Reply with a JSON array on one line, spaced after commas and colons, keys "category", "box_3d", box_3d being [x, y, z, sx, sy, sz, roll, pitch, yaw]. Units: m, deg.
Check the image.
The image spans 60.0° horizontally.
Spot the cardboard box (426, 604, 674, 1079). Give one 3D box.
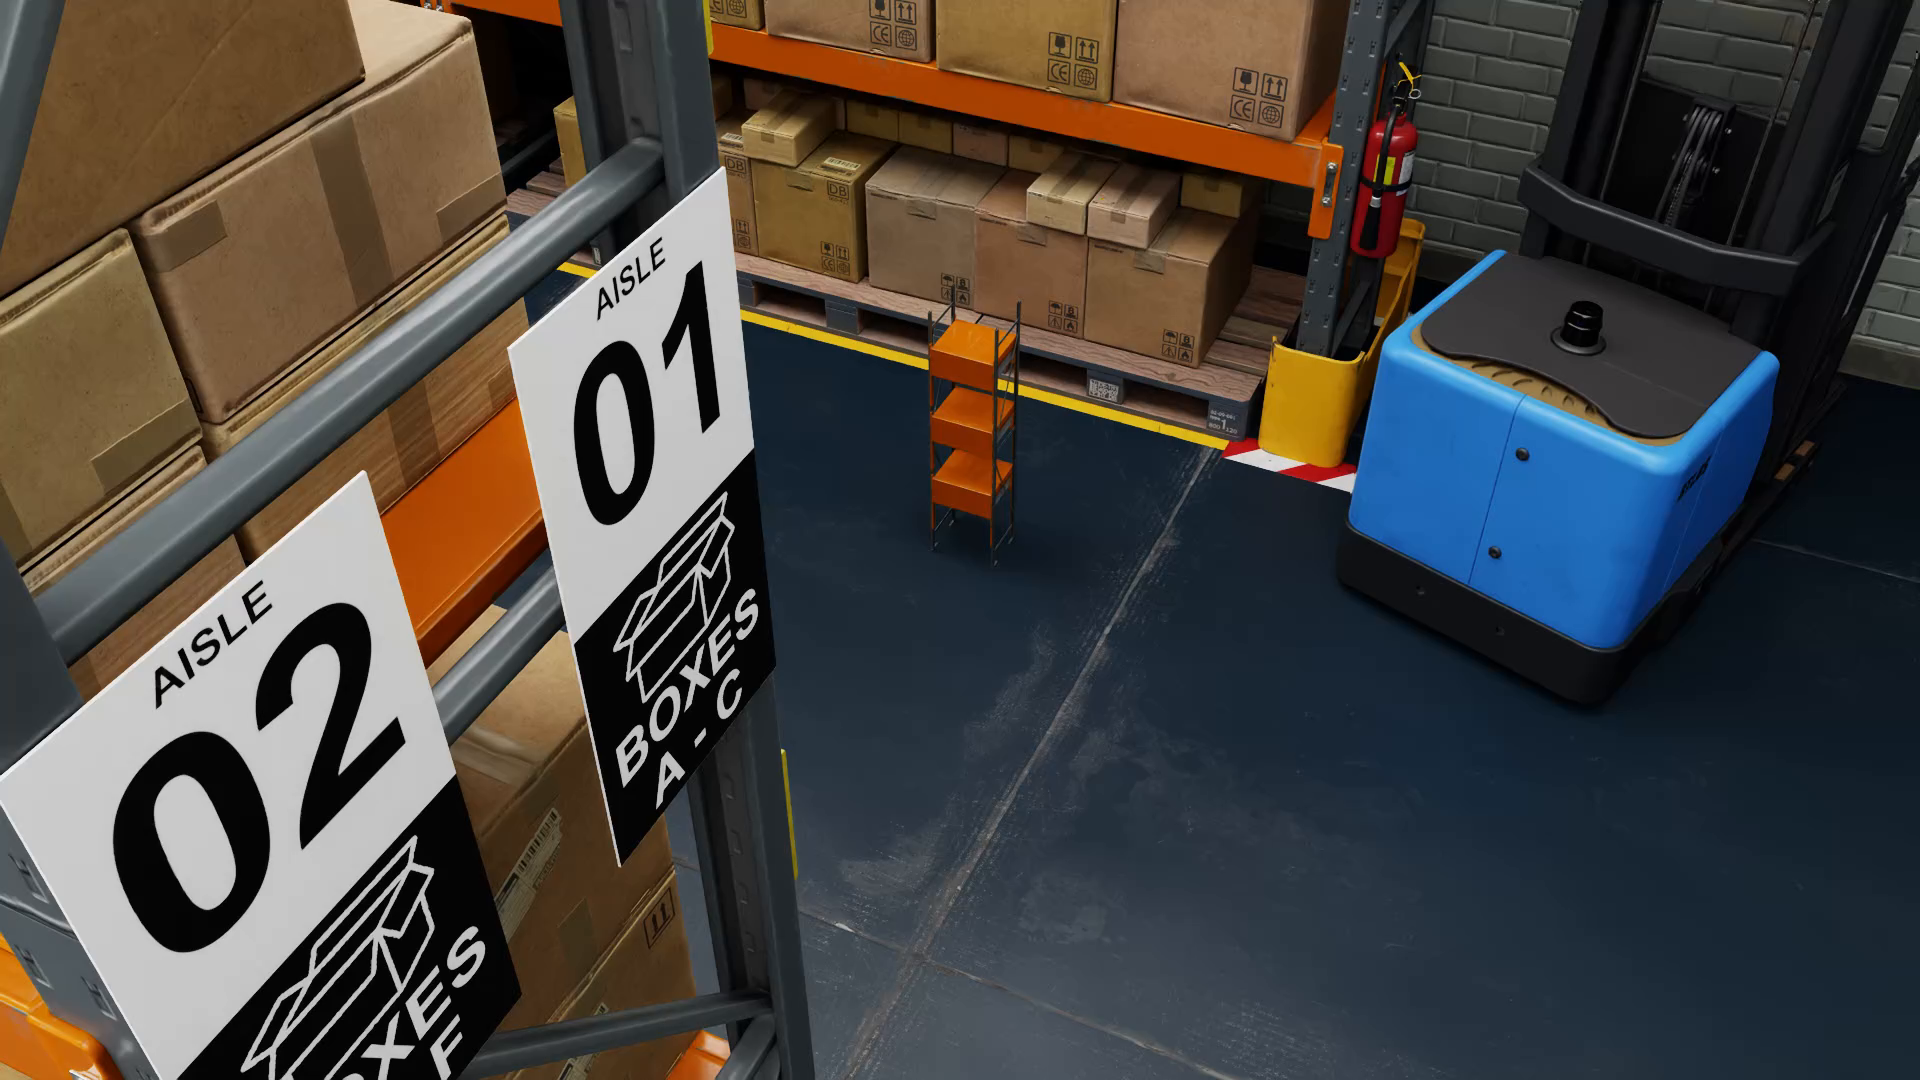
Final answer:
[{"category": "cardboard box", "box_3d": [-0.823, 0.441, 2.611, 0.500, 0.500, 0.500, 18, 44, 20]}]

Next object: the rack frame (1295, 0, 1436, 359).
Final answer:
[{"category": "rack frame", "box_3d": [1.559, -1.805, 6.042, 0.127, 3.000, 1.000, 17, 44, 19]}]

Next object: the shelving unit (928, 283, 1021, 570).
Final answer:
[{"category": "shelving unit", "box_3d": [0.048, -0.382, 5.889, 0.252, 1.050, 0.215, 17, 44, 19]}]

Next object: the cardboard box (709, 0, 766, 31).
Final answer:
[{"category": "cardboard box", "box_3d": [-0.922, -2.661, 6.801, 0.700, 0.700, 0.980, 16, 43, 18]}]

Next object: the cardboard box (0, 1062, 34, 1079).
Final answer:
[{"category": "cardboard box", "box_3d": [-1.052, 0.761, 2.243, 0.500, 0.500, 0.500, 17, 44, 18]}]

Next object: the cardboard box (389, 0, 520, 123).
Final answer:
[{"category": "cardboard box", "box_3d": [-2.710, -2.362, 8.006, 0.750, 0.750, 0.750, 17, 44, 19]}]

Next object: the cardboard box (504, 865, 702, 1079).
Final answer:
[{"category": "cardboard box", "box_3d": [-0.823, 0.819, 2.939, 0.500, 0.500, 0.500, 18, 44, 20]}]

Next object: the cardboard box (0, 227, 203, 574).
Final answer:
[{"category": "cardboard box", "box_3d": [-1.106, -0.120, 1.541, 0.500, 0.250, 0.500, 17, 44, 19]}]

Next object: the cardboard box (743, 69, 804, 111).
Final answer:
[{"category": "cardboard box", "box_3d": [-0.762, -2.045, 7.412, 0.250, 0.149, 0.380, 16, 43, 17]}]

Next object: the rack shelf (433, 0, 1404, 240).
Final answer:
[{"category": "rack shelf", "box_3d": [-0.254, -2.087, 6.917, 4.000, 0.370, 1.077, 17, 44, 19]}]

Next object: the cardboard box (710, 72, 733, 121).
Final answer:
[{"category": "cardboard box", "box_3d": [-1.199, -1.901, 7.246, 0.250, 0.149, 0.380, 18, 44, 20]}]

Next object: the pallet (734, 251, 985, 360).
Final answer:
[{"category": "pallet", "box_3d": [-0.301, -1.265, 7.548, 1.213, 0.211, 1.003, 17, 44, 19]}]

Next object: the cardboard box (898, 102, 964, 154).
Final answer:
[{"category": "cardboard box", "box_3d": [-0.070, -1.833, 7.167, 0.250, 0.149, 0.380, 17, 44, 19]}]

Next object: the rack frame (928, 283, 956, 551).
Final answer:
[{"category": "rack frame", "box_3d": [-0.062, -0.416, 5.928, 0.008, 1.050, 0.200, 17, 44, 19]}]

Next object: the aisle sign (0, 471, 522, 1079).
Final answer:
[{"category": "aisle sign", "box_3d": [-0.600, 0.355, 1.566, 0.004, 0.787, 0.394, 17, 44, 19]}]

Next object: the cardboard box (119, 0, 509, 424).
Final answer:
[{"category": "cardboard box", "box_3d": [-0.888, -0.426, 1.894, 0.500, 0.250, 0.500, 17, 44, 19]}]

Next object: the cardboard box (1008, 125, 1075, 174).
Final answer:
[{"category": "cardboard box", "box_3d": [0.394, -1.692, 7.005, 0.250, 0.149, 0.380, 17, 44, 19]}]

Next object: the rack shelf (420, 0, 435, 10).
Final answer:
[{"category": "rack shelf", "box_3d": [-3.879, -3.195, 8.195, 4.000, 0.370, 1.077, 17, 44, 19]}]

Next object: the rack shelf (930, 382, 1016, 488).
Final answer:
[{"category": "rack shelf", "box_3d": [0.048, -0.374, 5.896, 0.240, 0.259, 0.215, 17, 44, 19]}]

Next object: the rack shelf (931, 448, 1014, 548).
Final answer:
[{"category": "rack shelf", "box_3d": [0.048, -0.164, 6.078, 0.240, 0.259, 0.215, 17, 44, 19]}]

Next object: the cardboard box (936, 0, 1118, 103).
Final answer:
[{"category": "cardboard box", "box_3d": [0.428, -2.249, 6.325, 0.700, 0.700, 0.980, 17, 44, 18]}]

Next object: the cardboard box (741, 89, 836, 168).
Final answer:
[{"category": "cardboard box", "box_3d": [-0.726, -1.757, 7.079, 0.250, 0.149, 0.380, 16, 43, 17]}]

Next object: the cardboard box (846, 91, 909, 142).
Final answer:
[{"category": "cardboard box", "box_3d": [-0.299, -1.903, 7.248, 0.250, 0.149, 0.380, 16, 43, 18]}]

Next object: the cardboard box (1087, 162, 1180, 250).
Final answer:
[{"category": "cardboard box", "box_3d": [0.688, -1.326, 6.583, 0.250, 0.149, 0.380, 16, 44, 18]}]

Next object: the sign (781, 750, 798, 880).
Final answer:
[{"category": "sign", "box_3d": [-0.303, 0.487, 2.737, 0.005, 0.325, 0.100, 17, 44, 19]}]

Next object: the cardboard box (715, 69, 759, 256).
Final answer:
[{"category": "cardboard box", "box_3d": [-0.978, -1.718, 7.530, 0.500, 0.500, 0.700, 17, 44, 18]}]

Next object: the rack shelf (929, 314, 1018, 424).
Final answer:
[{"category": "rack shelf", "box_3d": [0.048, -0.588, 5.710, 0.240, 0.259, 0.215, 17, 44, 19]}]

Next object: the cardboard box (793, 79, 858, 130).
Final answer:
[{"category": "cardboard box", "box_3d": [-0.533, -1.974, 7.330, 0.250, 0.149, 0.380, 17, 44, 19]}]

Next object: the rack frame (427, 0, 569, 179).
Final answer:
[{"category": "rack frame", "box_3d": [-2.066, -2.913, 7.320, 0.127, 3.000, 1.000, 17, 44, 19]}]

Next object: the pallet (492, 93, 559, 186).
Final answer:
[{"category": "pallet", "box_3d": [-2.797, -2.028, 8.429, 1.213, 0.211, 1.003, 17, 44, 19]}]

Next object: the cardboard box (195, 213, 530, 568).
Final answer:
[{"category": "cardboard box", "box_3d": [-0.891, -0.234, 2.054, 0.500, 0.250, 0.500, 17, 44, 19]}]

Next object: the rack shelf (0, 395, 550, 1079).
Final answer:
[{"category": "rack shelf", "box_3d": [-2.345, -0.279, 2.541, 4.000, 0.370, 1.077, 17, 44, 19]}]

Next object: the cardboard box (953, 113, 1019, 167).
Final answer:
[{"category": "cardboard box", "box_3d": [0.163, -1.762, 7.086, 0.250, 0.149, 0.380, 18, 44, 19]}]

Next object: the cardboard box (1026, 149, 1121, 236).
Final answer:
[{"category": "cardboard box", "box_3d": [0.457, -1.397, 6.664, 0.250, 0.149, 0.380, 18, 44, 20]}]

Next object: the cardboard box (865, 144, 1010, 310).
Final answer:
[{"category": "cardboard box", "box_3d": [-0.028, -1.431, 7.199, 0.500, 0.500, 0.700, 16, 43, 17]}]

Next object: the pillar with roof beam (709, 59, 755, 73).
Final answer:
[{"category": "pillar with roof beam", "box_3d": [-2.886, -2.944, 2.776, 0.400, 9.000, 9.100, 17, 44, 19]}]

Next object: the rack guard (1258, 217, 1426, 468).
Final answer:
[{"category": "rack guard", "box_3d": [1.580, -0.854, 6.853, 0.348, 0.500, 1.175, 17, 44, 19]}]

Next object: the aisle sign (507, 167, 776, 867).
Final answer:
[{"category": "aisle sign", "box_3d": [-0.347, -0.002, 1.977, 0.004, 0.787, 0.394, 17, 44, 19]}]

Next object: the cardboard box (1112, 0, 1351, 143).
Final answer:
[{"category": "cardboard box", "box_3d": [1.092, -2.054, 6.100, 0.700, 0.700, 0.980, 19, 44, 21]}]

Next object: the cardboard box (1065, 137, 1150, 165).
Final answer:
[{"category": "cardboard box", "box_3d": [0.620, -1.623, 6.925, 0.250, 0.149, 0.380, 17, 44, 19]}]

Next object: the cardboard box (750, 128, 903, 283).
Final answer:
[{"category": "cardboard box", "box_3d": [-0.514, -1.574, 7.364, 0.500, 0.500, 0.700, 18, 44, 20]}]

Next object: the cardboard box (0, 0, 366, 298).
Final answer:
[{"category": "cardboard box", "box_3d": [-1.005, -0.545, 1.459, 0.500, 0.500, 0.700, 17, 44, 19]}]

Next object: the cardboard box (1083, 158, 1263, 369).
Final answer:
[{"category": "cardboard box", "box_3d": [0.882, -1.154, 6.879, 0.500, 0.500, 0.700, 17, 44, 19]}]

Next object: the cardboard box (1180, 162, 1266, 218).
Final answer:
[{"category": "cardboard box", "box_3d": [1.080, -1.483, 6.763, 0.250, 0.149, 0.380, 17, 44, 19]}]

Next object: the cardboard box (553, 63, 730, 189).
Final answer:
[{"category": "cardboard box", "box_3d": [-1.432, -1.859, 7.692, 0.500, 0.500, 0.700, 18, 44, 19]}]

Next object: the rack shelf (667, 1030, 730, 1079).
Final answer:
[{"category": "rack shelf", "box_3d": [-2.345, 0.854, 3.524, 4.000, 0.370, 1.077, 17, 44, 19]}]

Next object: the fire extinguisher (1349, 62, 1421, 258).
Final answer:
[{"category": "fire extinguisher", "box_3d": [1.500, -1.319, 5.826, 0.183, 0.674, 0.296, 17, 44, 19]}]

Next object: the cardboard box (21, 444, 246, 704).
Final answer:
[{"category": "cardboard box", "box_3d": [-1.110, 0.074, 1.699, 0.500, 0.250, 0.500, 17, 44, 19]}]

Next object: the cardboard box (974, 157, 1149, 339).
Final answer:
[{"category": "cardboard box", "box_3d": [0.428, -1.292, 7.039, 0.500, 0.500, 0.700, 17, 44, 19]}]

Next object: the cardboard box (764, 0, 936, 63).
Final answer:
[{"category": "cardboard box", "box_3d": [-0.259, -2.465, 6.575, 0.700, 0.700, 0.980, 15, 43, 17]}]

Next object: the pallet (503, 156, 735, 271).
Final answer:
[{"category": "pallet", "box_3d": [-1.410, -1.602, 7.937, 1.213, 0.211, 1.003, 17, 44, 19]}]

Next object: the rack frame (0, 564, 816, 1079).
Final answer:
[{"category": "rack frame", "box_3d": [-0.532, 1.136, 2.649, 0.127, 3.000, 1.000, 17, 44, 19]}]

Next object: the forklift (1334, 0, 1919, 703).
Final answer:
[{"category": "forklift", "box_3d": [2.711, -1.450, 5.685, 1.130, 2.935, 3.031, 30, 49, 30]}]

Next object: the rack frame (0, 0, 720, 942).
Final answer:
[{"category": "rack frame", "box_3d": [-0.532, -1.131, 0.684, 0.127, 3.000, 1.000, 17, 44, 19]}]

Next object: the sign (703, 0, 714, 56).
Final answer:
[{"category": "sign", "box_3d": [-0.303, -0.650, 1.752, 0.005, 0.325, 0.100, 17, 44, 19]}]

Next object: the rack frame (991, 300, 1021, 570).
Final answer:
[{"category": "rack frame", "box_3d": [0.159, -0.348, 5.850, 0.008, 1.050, 0.200, 17, 44, 19]}]

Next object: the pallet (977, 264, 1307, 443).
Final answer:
[{"category": "pallet", "box_3d": [0.801, -0.926, 7.158, 1.213, 0.211, 1.003, 17, 44, 19]}]
